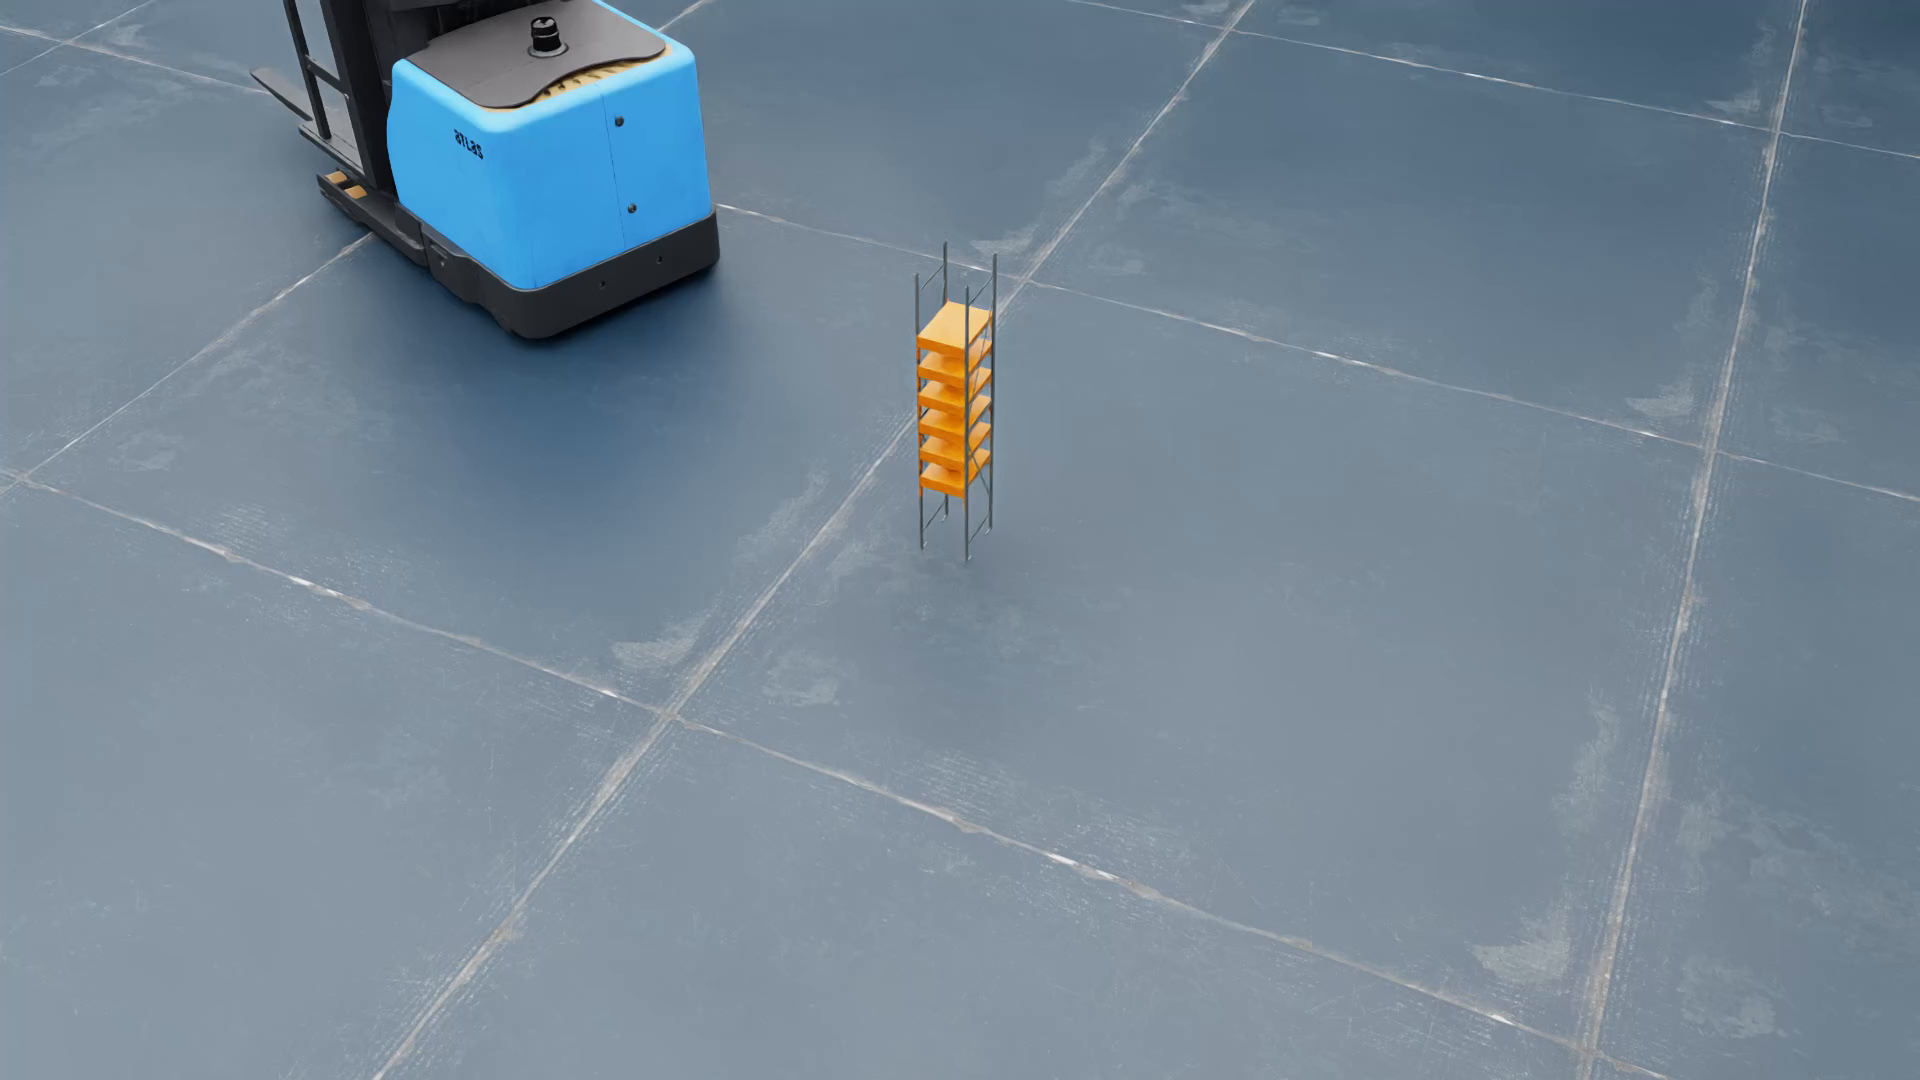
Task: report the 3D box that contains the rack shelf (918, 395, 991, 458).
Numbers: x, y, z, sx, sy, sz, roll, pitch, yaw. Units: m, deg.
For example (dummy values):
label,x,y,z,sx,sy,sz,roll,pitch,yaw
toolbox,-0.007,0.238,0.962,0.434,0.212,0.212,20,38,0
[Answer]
label,x,y,z,sx,sy,sz,roll,pitch,yaw
rack shelf,-0.013,-0.424,5.891,0.180,0.103,0.258,17,44,19

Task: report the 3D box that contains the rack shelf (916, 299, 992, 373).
label,x,y,z,sx,sy,sz,roll,pitch,yaw
rack shelf,-0.013,-0.696,5.655,0.180,0.103,0.258,17,44,19

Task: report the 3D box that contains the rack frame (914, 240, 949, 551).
label,x,y,z,sx,sy,sz,roll,pitch,yaw
rack frame,-0.096,-0.483,5.891,0.006,1.200,0.240,17,44,19

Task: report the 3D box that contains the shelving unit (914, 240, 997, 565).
label,x,y,z,sx,sy,sz,roll,pitch,yaw
shelving unit,-0.013,-0.457,5.862,0.189,1.200,0.258,17,44,19

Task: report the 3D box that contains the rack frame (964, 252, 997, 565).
label,x,y,z,sx,sy,sz,roll,pitch,yaw
rack frame,0.070,-0.432,5.832,0.006,1.200,0.240,17,44,19

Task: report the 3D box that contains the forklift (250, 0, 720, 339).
label,x,y,z,sx,sy,sz,roll,pitch,yaw
forklift,-2.475,-2.847,7.297,1.130,2.935,3.031,-31,50,-31

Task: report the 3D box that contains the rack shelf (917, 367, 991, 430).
label,x,y,z,sx,sy,sz,roll,pitch,yaw
rack shelf,-0.013,-0.514,5.812,0.180,0.103,0.258,17,44,19

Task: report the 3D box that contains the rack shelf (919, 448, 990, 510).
label,x,y,z,sx,sy,sz,roll,pitch,yaw
rack shelf,-0.013,-0.242,6.048,0.180,0.103,0.258,17,44,19

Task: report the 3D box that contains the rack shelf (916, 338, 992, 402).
label,x,y,z,sx,sy,sz,roll,pitch,yaw
rack shelf,-0.013,-0.605,5.734,0.180,0.103,0.258,17,44,19

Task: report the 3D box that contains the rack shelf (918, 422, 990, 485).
label,x,y,z,sx,sy,sz,roll,pitch,yaw
rack shelf,-0.013,-0.333,5.969,0.180,0.103,0.258,17,44,19
